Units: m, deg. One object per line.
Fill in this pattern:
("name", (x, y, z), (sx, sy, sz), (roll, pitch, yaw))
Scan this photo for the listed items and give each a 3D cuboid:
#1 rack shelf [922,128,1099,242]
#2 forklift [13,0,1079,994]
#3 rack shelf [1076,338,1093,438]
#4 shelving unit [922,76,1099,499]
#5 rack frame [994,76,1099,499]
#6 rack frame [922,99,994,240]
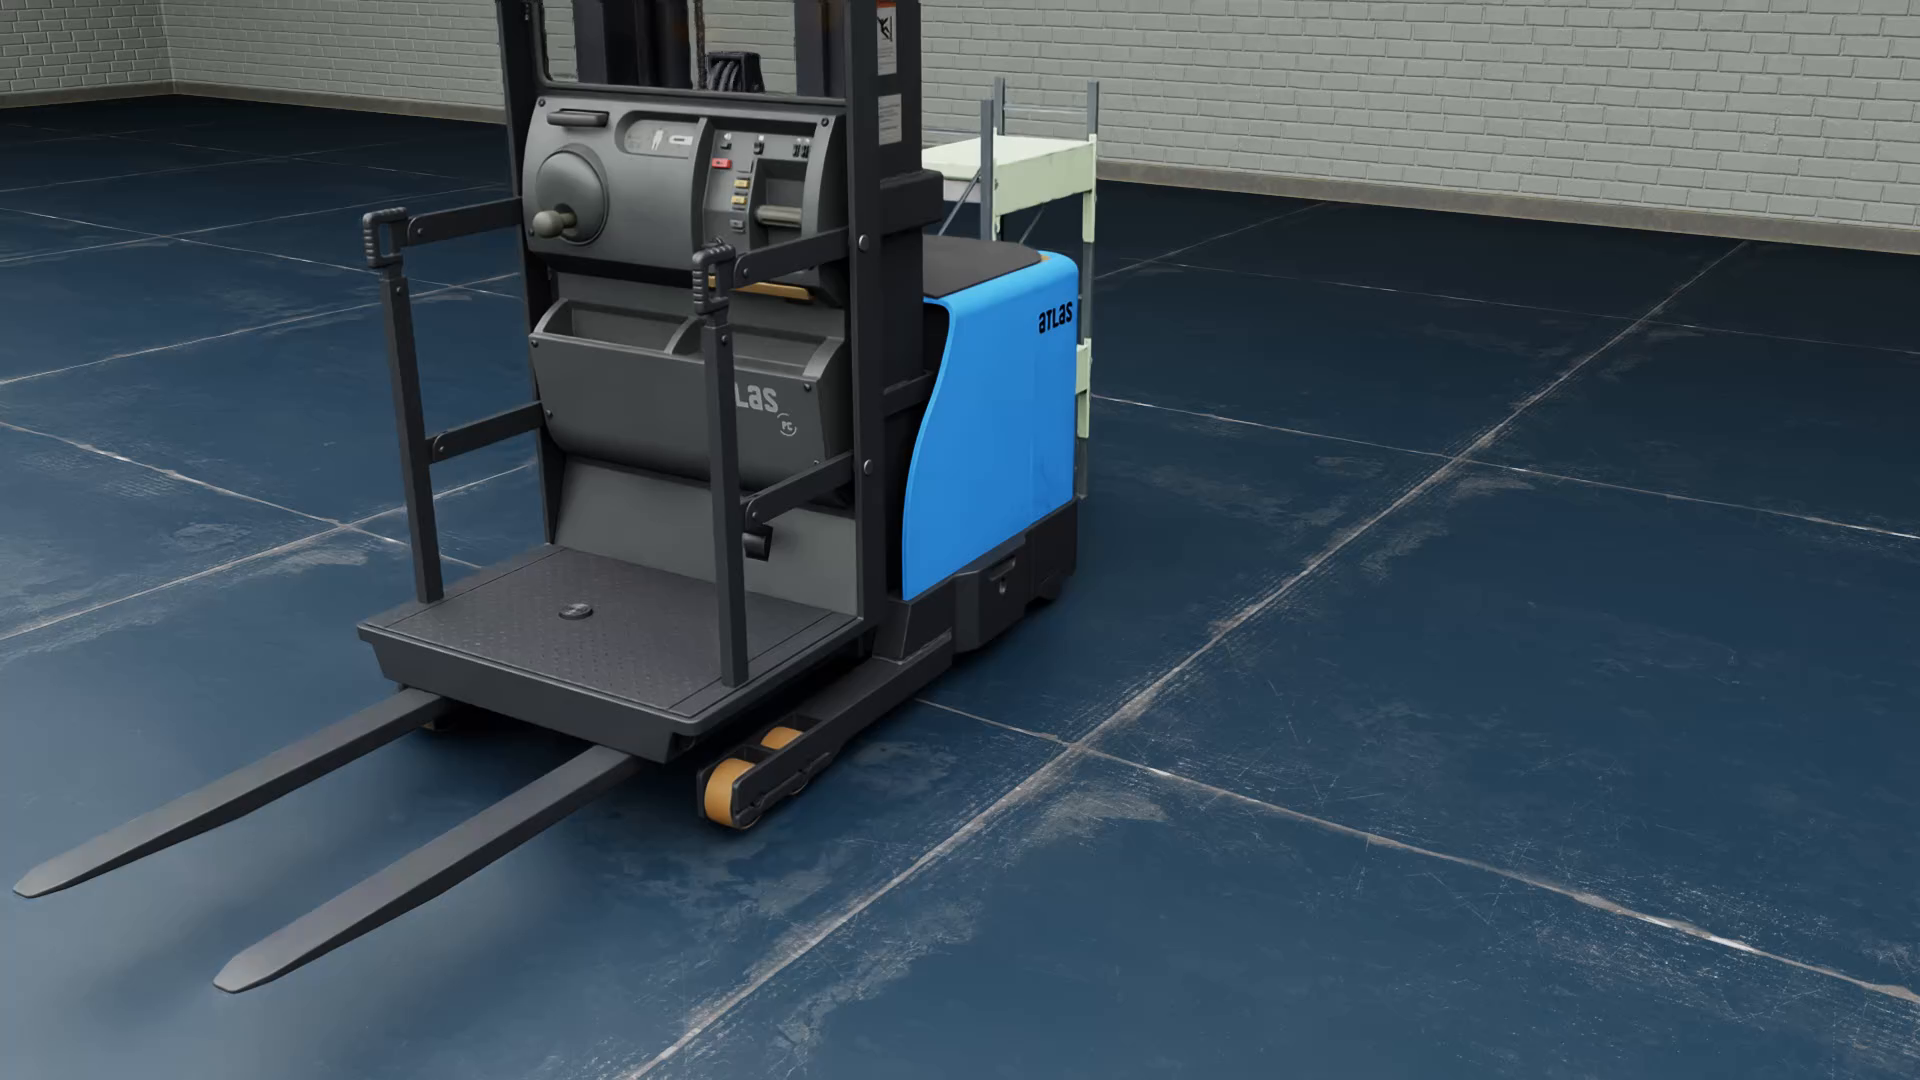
("rack shelf", (0.112, -1.150, 5.587), (0.431, 0.370, 0.720), (12, 23, 28))
("forklift", (-0.810, -0.874, 3.902), (1.130, 2.935, 3.031), (12, 23, 28))
("rack shelf", (0.112, -0.478, 5.836), (0.431, 0.370, 0.720), (12, 23, 28))
("shelving unit", (0.112, -0.784, 5.722), (0.431, 1.500, 0.755), (12, 23, 28))
("rack frame", (0.298, -0.893, 6.018), (0.400, 1.500, 0.023), (12, 23, 28))
("rack frame", (-0.074, -0.675, 5.427), (0.400, 1.500, 0.023), (12, 23, 28))
